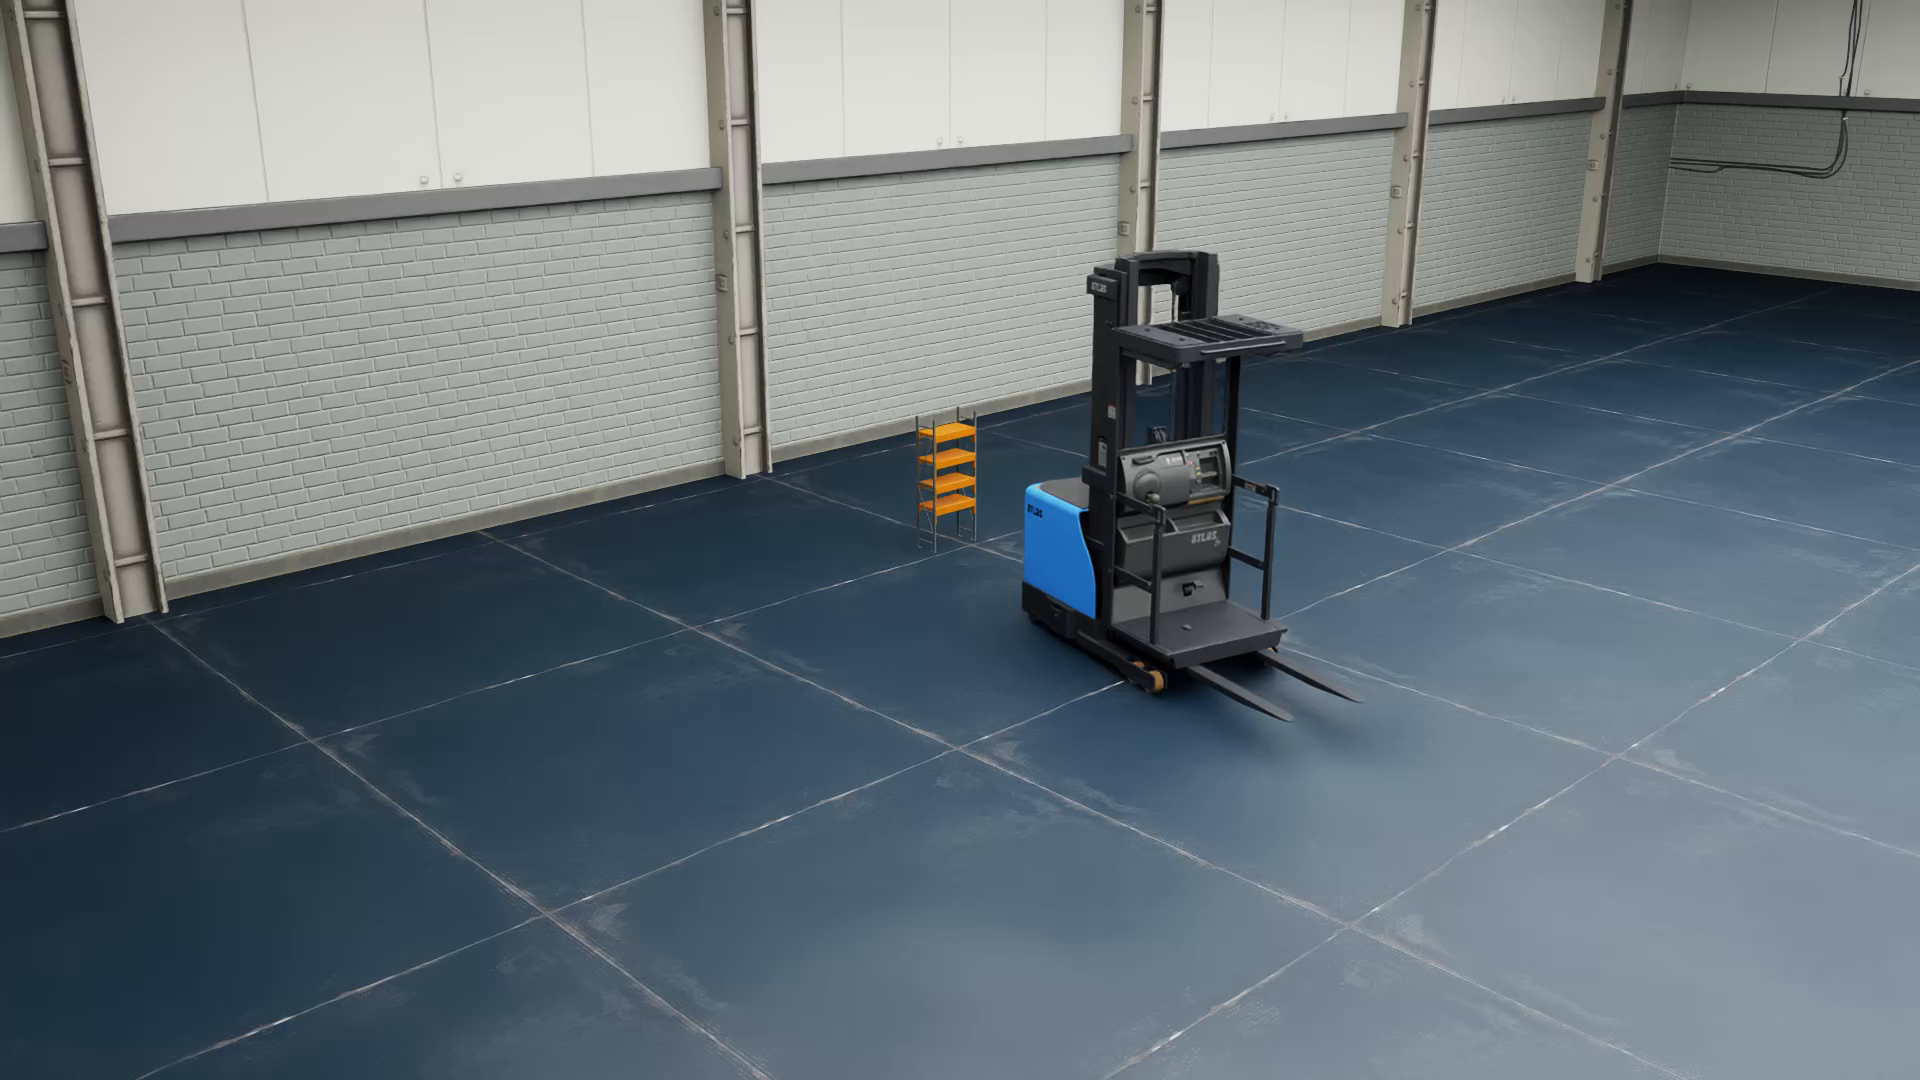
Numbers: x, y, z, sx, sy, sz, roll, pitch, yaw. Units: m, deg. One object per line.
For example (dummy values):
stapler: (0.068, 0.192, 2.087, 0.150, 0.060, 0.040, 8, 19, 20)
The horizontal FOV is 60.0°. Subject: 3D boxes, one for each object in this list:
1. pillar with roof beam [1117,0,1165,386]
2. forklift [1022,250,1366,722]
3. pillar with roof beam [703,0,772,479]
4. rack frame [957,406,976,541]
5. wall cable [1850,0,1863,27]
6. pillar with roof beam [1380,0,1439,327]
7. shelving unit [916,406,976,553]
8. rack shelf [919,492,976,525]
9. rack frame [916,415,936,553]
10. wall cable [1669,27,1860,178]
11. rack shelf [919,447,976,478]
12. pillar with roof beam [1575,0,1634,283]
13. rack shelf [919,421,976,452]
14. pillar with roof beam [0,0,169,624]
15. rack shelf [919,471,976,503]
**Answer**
pillar with roof beam: (5.137, -5.282, 16.684, 0.400, 9.000, 9.100, -16, 24, -41)
forklift: (1.650, -0.475, 11.699, 1.130, 2.935, 3.031, -10, 20, -28)
pillar with roof beam: (0.778, -4.010, 12.763, 0.400, 9.000, 9.100, -16, 24, -41)
rack frame: (0.057, -0.587, 14.851, 0.015, 1.200, 0.240, -16, 24, -41)
wall cable: (15.807, -9.436, 26.344, 0.112, 2.526, 3.097, -16, 24, -41)
pillar with roof beam: (9.497, -6.553, 20.606, 0.400, 9.000, 9.100, -16, 24, -41)
shelving unit: (-0.120, -0.536, 14.691, 0.503, 1.200, 0.258, -16, 24, -41)
rack shelf: (-0.120, -0.283, 14.773, 0.480, 0.148, 0.258, -16, 24, -41)
rack frame: (-0.298, -0.484, 14.532, 0.015, 1.200, 0.240, -16, 24, -41)
wall cable: (13.948, -7.640, 28.993, 0.112, 2.526, 3.097, -16, 24, -41)
rack shelf: (-0.120, -0.684, 14.643, 0.480, 0.148, 0.258, -16, 24, -41)
pillar with roof beam: (13.857, -7.824, 24.527, 0.400, 9.000, 9.100, -16, 24, -41)
rack shelf: (-0.120, -0.909, 14.570, 0.480, 0.148, 0.258, -16, 24, -41)
pillar with roof beam: (-3.582, -2.739, 8.842, 0.400, 9.000, 9.100, -16, 24, -41)
rack shelf: (-0.120, -0.472, 14.712, 0.480, 0.148, 0.258, -16, 24, -41)
